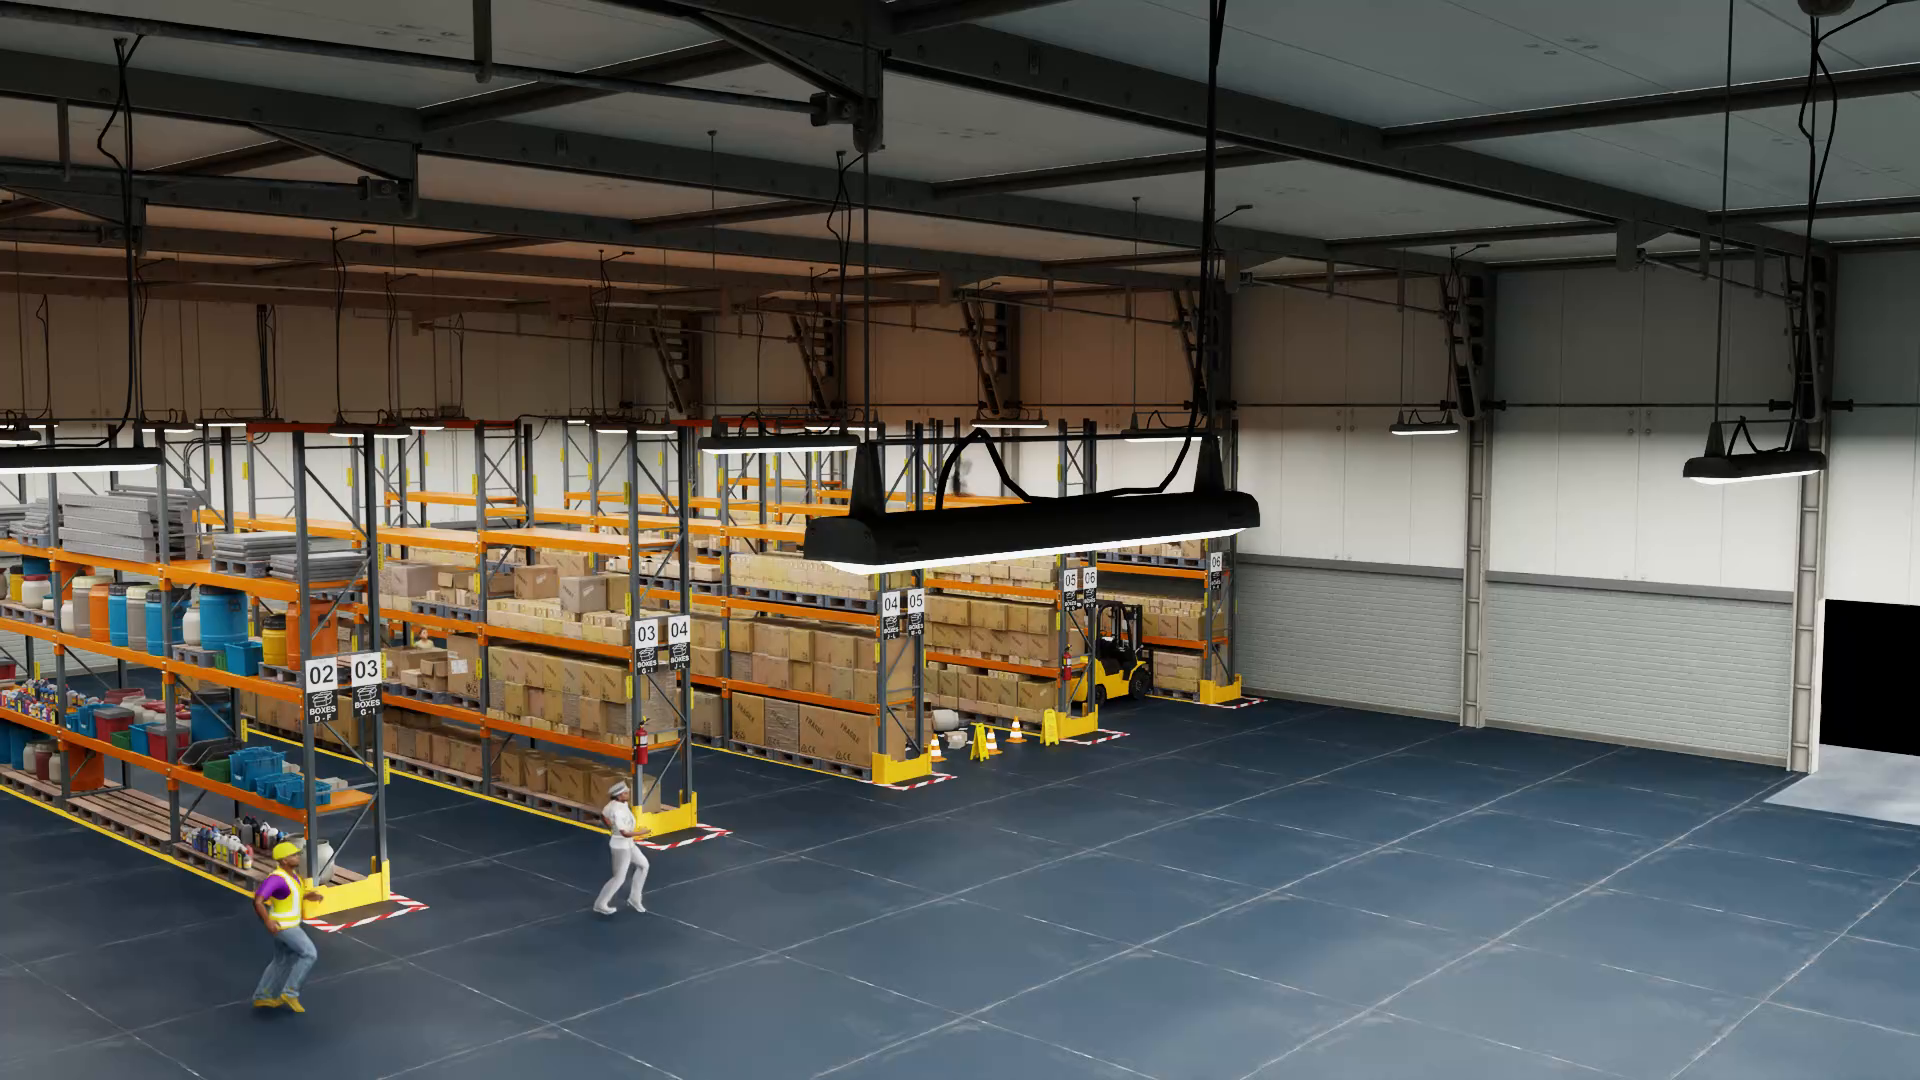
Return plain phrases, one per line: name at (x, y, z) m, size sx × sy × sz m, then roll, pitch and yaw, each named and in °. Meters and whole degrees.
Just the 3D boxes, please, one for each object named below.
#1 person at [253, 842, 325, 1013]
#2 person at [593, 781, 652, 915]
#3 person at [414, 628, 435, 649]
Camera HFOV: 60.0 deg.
person at (-7.023, 4.044, 17.382) m, size 0.733 × 1.799 × 0.685 m, roll -2°, pitch 5°, yaw -21°
person at (-4.191, 3.825, 20.618) m, size 0.734 × 1.728 × 0.581 m, roll -1°, pitch 5°, yaw -11°
person at (-11.293, 2.657, 35.032) m, size 0.580 × 1.620 × 0.625 m, roll -4°, pitch 6°, yaw -44°
